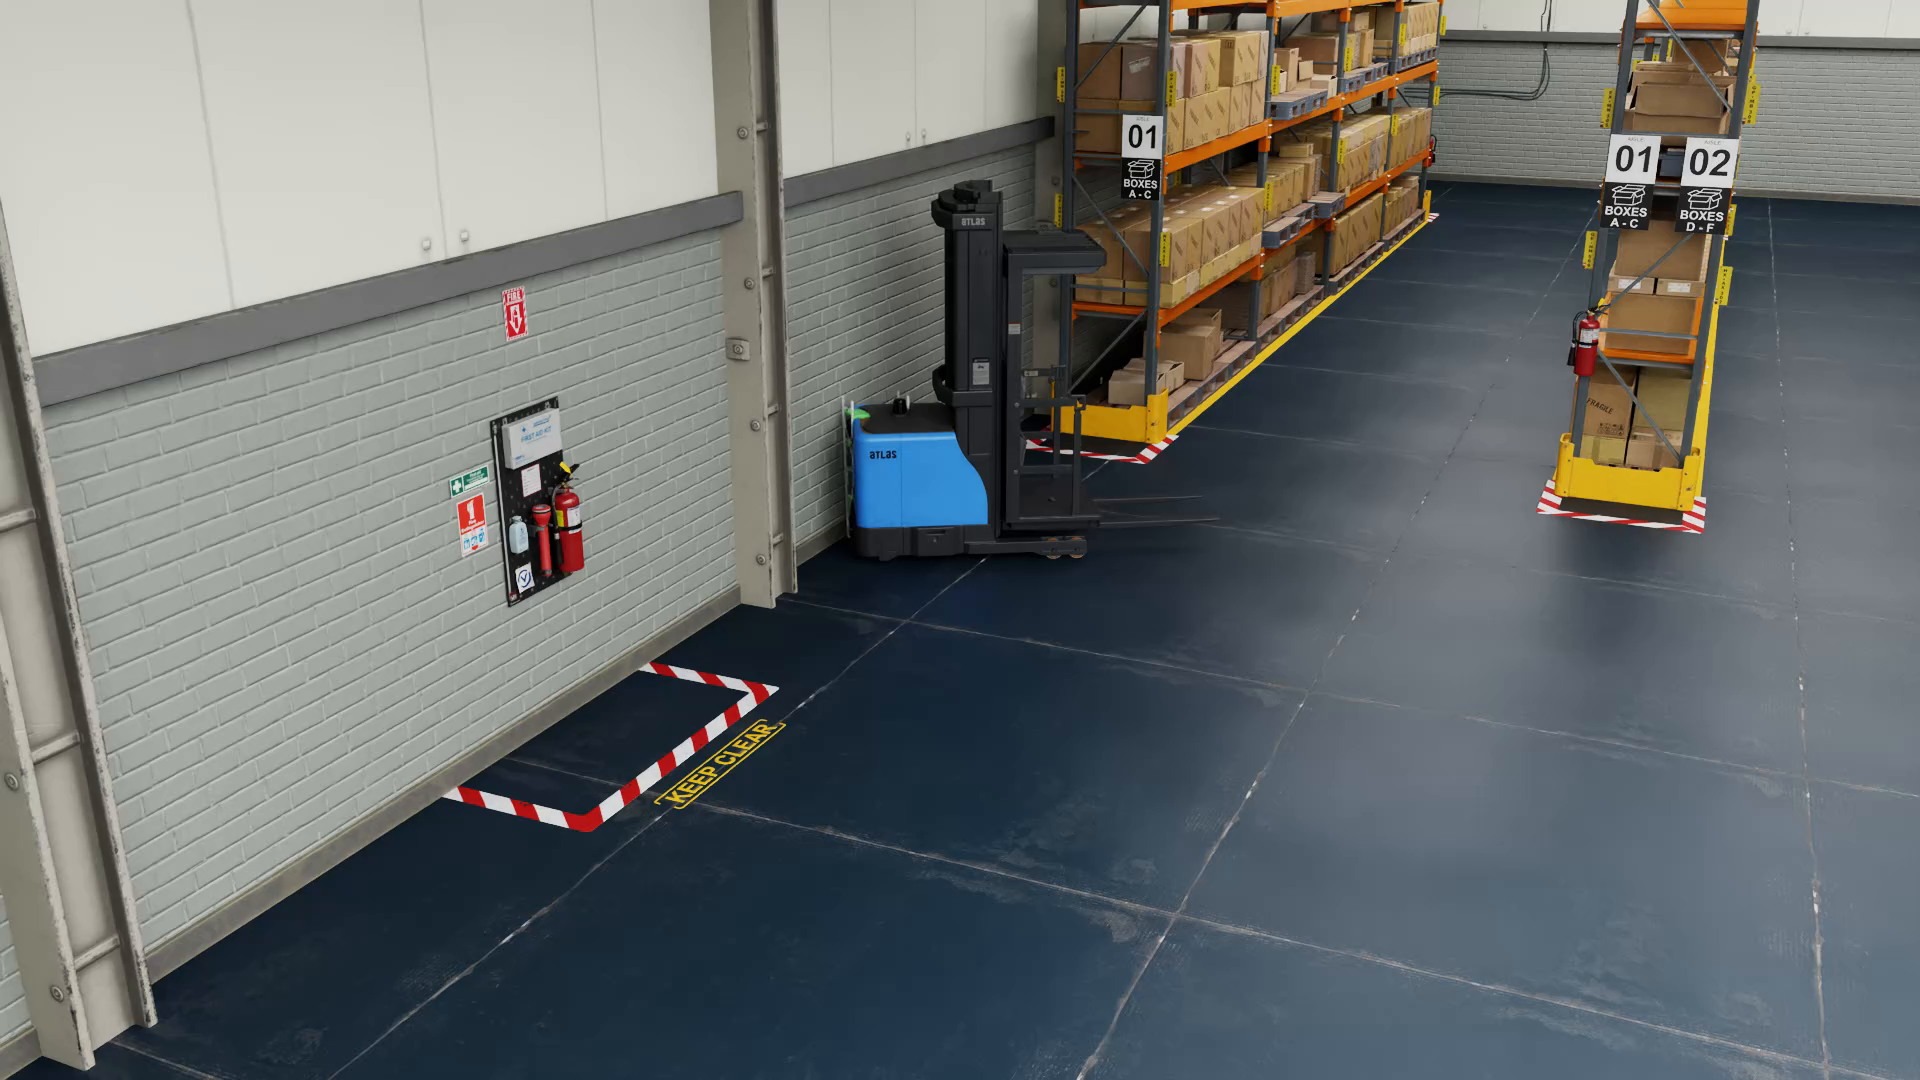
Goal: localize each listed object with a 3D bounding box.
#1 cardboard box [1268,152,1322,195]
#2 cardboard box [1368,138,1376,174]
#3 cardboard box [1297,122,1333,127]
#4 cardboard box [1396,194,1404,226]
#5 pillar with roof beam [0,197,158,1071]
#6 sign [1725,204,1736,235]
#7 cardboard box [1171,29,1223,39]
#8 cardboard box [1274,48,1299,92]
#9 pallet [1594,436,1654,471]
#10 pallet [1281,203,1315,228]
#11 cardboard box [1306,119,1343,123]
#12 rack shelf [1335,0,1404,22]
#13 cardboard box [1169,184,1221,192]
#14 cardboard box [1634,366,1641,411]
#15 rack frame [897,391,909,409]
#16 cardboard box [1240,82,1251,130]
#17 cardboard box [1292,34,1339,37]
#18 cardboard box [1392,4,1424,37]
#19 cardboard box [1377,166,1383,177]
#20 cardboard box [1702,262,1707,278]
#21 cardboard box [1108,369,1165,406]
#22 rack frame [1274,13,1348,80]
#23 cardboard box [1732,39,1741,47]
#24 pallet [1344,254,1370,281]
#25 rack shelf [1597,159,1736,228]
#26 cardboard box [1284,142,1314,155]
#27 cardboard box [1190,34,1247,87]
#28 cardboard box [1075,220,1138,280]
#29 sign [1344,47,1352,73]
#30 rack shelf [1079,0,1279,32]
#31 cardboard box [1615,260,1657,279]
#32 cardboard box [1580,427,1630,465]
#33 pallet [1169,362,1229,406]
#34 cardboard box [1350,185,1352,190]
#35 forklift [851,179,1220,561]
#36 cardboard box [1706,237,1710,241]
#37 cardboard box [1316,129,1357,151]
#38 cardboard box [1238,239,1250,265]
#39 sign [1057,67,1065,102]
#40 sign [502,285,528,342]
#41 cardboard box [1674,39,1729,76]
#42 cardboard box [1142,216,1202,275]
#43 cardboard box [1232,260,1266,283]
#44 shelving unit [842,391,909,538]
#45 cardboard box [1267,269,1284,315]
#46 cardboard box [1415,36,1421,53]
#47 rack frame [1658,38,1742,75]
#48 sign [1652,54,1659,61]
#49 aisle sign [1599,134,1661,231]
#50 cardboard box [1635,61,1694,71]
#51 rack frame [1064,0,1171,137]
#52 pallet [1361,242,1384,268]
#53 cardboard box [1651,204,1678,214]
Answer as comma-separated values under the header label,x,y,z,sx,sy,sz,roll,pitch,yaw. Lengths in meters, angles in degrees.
label,x,y,z,sx,sy,sz,roll,pitch,yaw
cardboard box,4.578,-5.035,22.845,0.700,0.500,0.500,6,20,16
cardboard box,6.027,-5.860,25.346,0.500,0.500,0.500,9,21,23
cardboard box,5.347,-6.120,24.959,0.500,0.250,0.500,8,21,21
cardboard box,7.220,-5.693,28.604,0.700,0.500,0.500,9,22,24
pillar with roof beam,-0.003,-1.380,4.421,9.100,9.000,0.400,9,21,23
sign,8.151,-3.394,17.626,0.100,0.325,0.005,9,21,23
cardboard box,2.662,-5.533,18.903,0.500,0.500,0.500,9,21,24
cardboard box,3.925,-5.894,20.814,0.500,0.500,0.500,8,21,21
pallet,6.281,-0.727,15.699,1.003,0.211,1.213,9,21,23
pallet,3.988,-4.225,21.658,1.003,0.211,1.213,9,21,23
cardboard box,5.565,-6.279,25.406,0.500,0.250,0.500,8,21,21
rack shelf,5.581,-7.836,24.244,1.077,0.370,4.000,9,21,23
cardboard box,2.741,-3.880,19.477,0.500,0.500,0.500,8,21,21
cardboard box,6.825,-1.499,16.063,0.500,0.500,0.500,9,21,23
rack frame,-0.462,-0.639,13.964,0.015,1.200,0.240,-8,17,-22
cardboard box,2.924,-4.832,18.423,0.500,0.500,0.500,7,21,18
cardboard box,5.077,-6.919,23.665,0.700,0.500,0.500,7,21,20
cardboard box,7.349,-8.579,27.467,0.500,0.500,0.500,9,21,23
cardboard box,6.438,-5.817,26.194,0.380,0.149,0.250,9,21,24
cardboard box,6.678,-2.479,15.345,0.380,0.149,0.250,8,21,22
cardboard box,1.851,-1.620,17.403,0.500,0.311,0.500,6,20,17
rack frame,4.762,-7.752,22.338,1.000,3.000,0.127,9,21,23
cardboard box,11.419,-7.689,24.994,0.700,0.500,0.500,9,21,23
pallet,5.654,-4.214,25.504,1.003,0.211,1.213,9,21,23
rack shelf,6.825,-3.487,15.895,1.077,0.370,4.000,9,21,23
cardboard box,4.648,-5.376,22.836,0.380,0.149,0.250,6,20,16
cardboard box,2.747,-5.124,17.751,0.500,0.500,0.500,8,21,21
cardboard box,1.485,-2.946,16.850,0.500,0.500,0.500,8,21,22
sign,5.256,-6.508,22.543,0.100,0.325,0.005,9,21,23
rack shelf,2.305,-5.578,17.301,1.077,0.370,4.000,9,21,23
cardboard box,6.305,-2.532,15.496,0.380,0.149,0.250,9,21,23
cardboard box,5.956,-0.909,15.524,0.500,0.250,0.500,9,21,23
pallet,2.383,-1.805,18.729,1.003,0.211,1.213,9,21,23
cardboard box,5.609,-5.283,24.692,0.380,0.149,0.250,9,21,24
forklift,0.619,-1.403,13.539,3.031,2.935,1.130,-2,20,-6
cardboard box,7.310,-2.954,16.681,0.380,0.149,0.250,8,21,22
cardboard box,5.402,-5.744,23.900,0.500,0.250,0.500,8,21,22
cardboard box,2.995,-3.304,18.977,0.500,0.250,0.500,9,21,23
sign,0.987,-4.393,16.047,0.100,0.325,0.005,9,21,23
sign,-2.615,-1.332,9.778,0.001,0.298,0.199,9,21,23
cardboard box,7.933,-5.101,17.838,0.500,0.500,0.500,9,21,23
cardboard box,2.167,-3.027,17.078,0.500,0.500,0.500,9,21,23
cardboard box,3.587,-3.448,21.143,0.500,0.250,0.500,8,21,22
shelving unit,-0.687,-0.609,13.874,0.503,1.200,0.258,-8,17,-22
cardboard box,3.821,-3.275,21.775,0.700,0.500,0.500,9,21,23
cardboard box,7.348,-8.223,27.585,0.500,0.250,0.500,8,21,21
rack frame,9.282,-7.074,20.430,1.000,3.000,0.127,9,21,23
sign,8.788,-5.979,21.057,0.100,0.325,0.005,9,21,23
aisle sign,5.712,-3.047,14.180,0.394,0.787,0.004,9,21,23
cardboard box,7.198,-4.631,17.052,0.500,0.500,0.500,10,22,27
rack frame,1.486,-5.307,15.461,1.000,3.000,0.127,9,21,23
pallet,6.152,-4.589,26.556,1.003,0.211,1.213,9,21,23
cardboard box,6.441,-2.779,15.220,0.700,0.500,0.500,8,21,21
